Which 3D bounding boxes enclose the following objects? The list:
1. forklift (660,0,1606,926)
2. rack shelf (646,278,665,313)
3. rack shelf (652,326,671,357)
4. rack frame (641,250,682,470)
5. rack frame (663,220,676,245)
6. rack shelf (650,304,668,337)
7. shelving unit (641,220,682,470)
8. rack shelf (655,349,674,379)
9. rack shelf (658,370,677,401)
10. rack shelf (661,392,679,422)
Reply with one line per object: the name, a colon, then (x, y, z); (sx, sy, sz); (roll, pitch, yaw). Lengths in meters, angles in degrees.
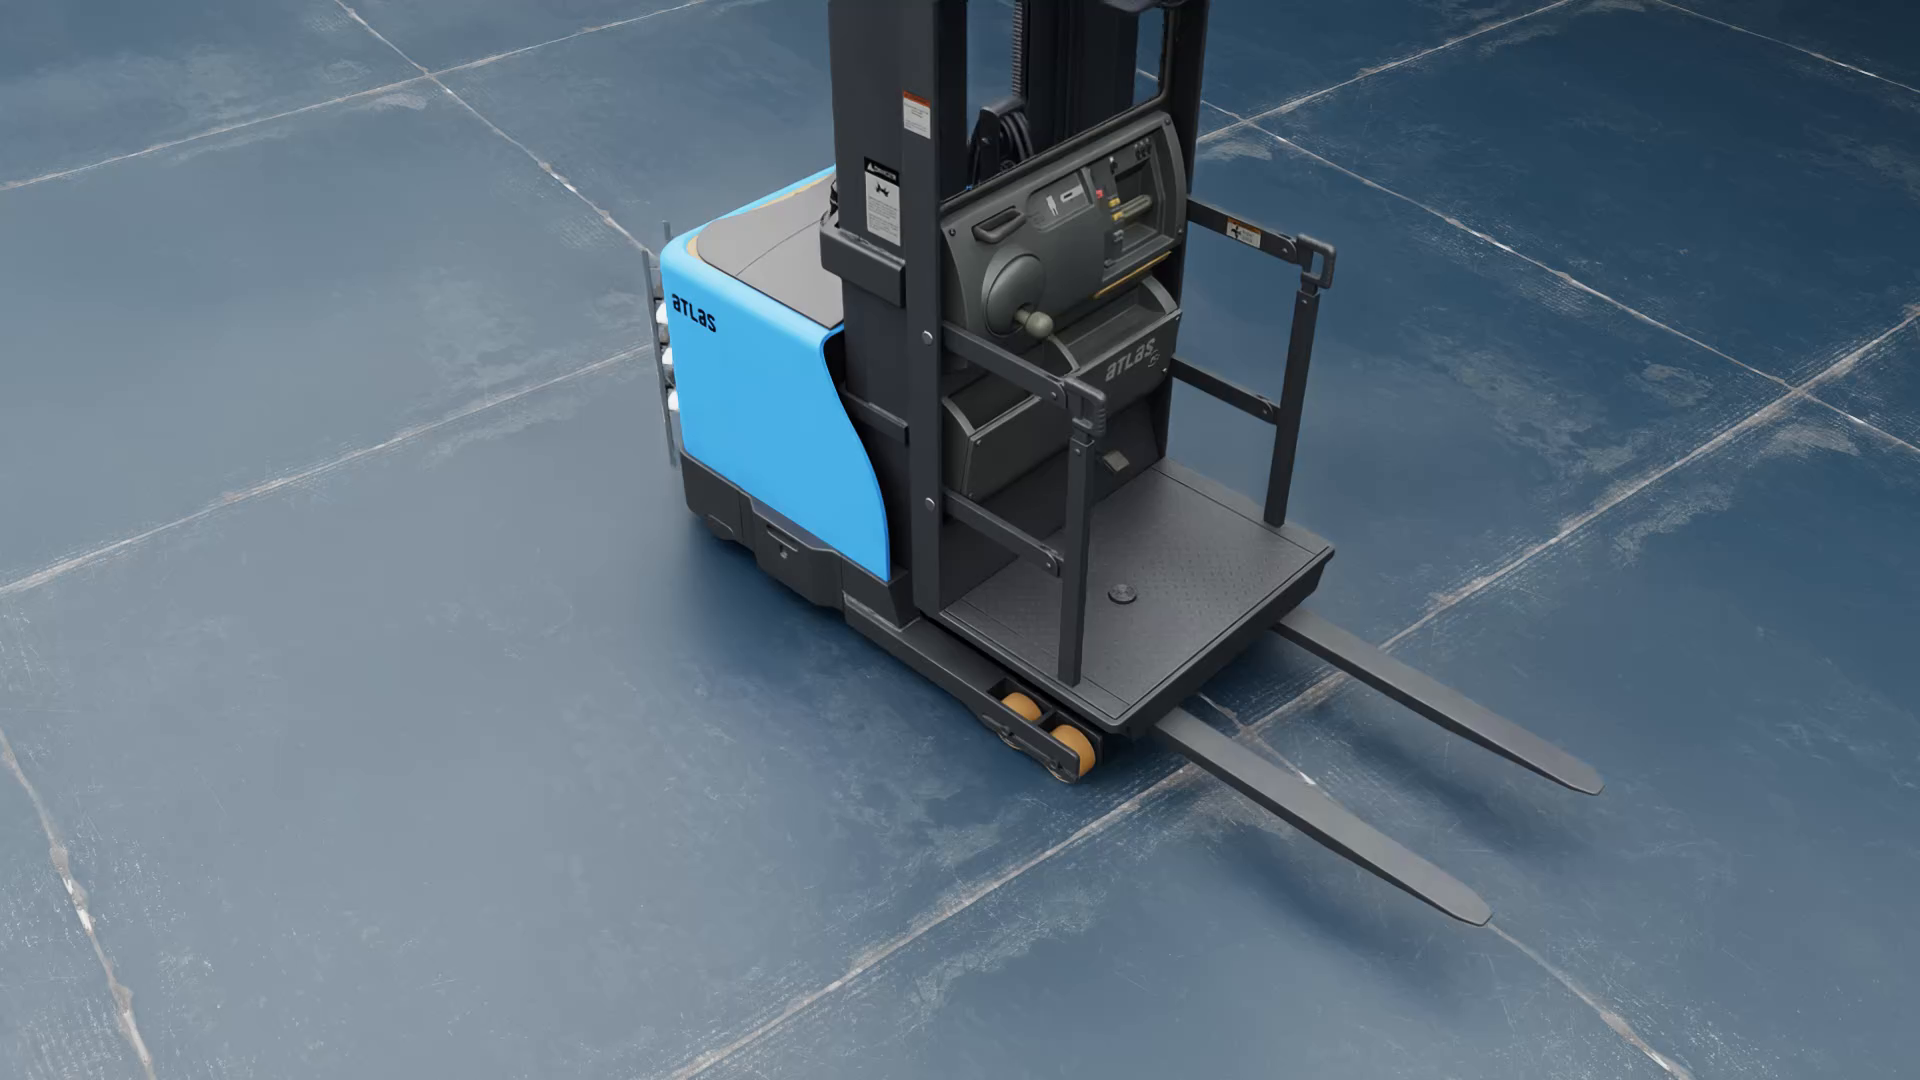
forklift: (0.457, -0.800, 4.414); (3.031, 2.935, 1.130); (31, 49, 32)
rack shelf: (-0.915, -0.841, 5.692); (0.258, 0.077, 0.200); (8, 40, 10)
rack shelf: (-0.915, -0.702, 5.806); (0.258, 0.077, 0.200); (8, 40, 10)
rack frame: (-0.937, -0.595, 5.766); (0.240, 0.900, 0.006); (8, 40, 10)
rack frame: (-0.893, -0.721, 5.919); (0.240, 0.900, 0.006); (8, 40, 10)
rack shelf: (-0.915, -0.771, 5.749); (0.258, 0.077, 0.200); (8, 40, 10)
shelving unit: (-0.915, -0.658, 5.842); (0.258, 0.900, 0.210); (8, 40, 10)
rack shelf: (-0.915, -0.632, 5.864); (0.258, 0.077, 0.200); (8, 40, 10)
rack shelf: (-0.915, -0.562, 5.921); (0.258, 0.077, 0.200); (8, 40, 10)
rack shelf: (-0.915, -0.493, 5.978); (0.258, 0.077, 0.200); (8, 40, 10)
